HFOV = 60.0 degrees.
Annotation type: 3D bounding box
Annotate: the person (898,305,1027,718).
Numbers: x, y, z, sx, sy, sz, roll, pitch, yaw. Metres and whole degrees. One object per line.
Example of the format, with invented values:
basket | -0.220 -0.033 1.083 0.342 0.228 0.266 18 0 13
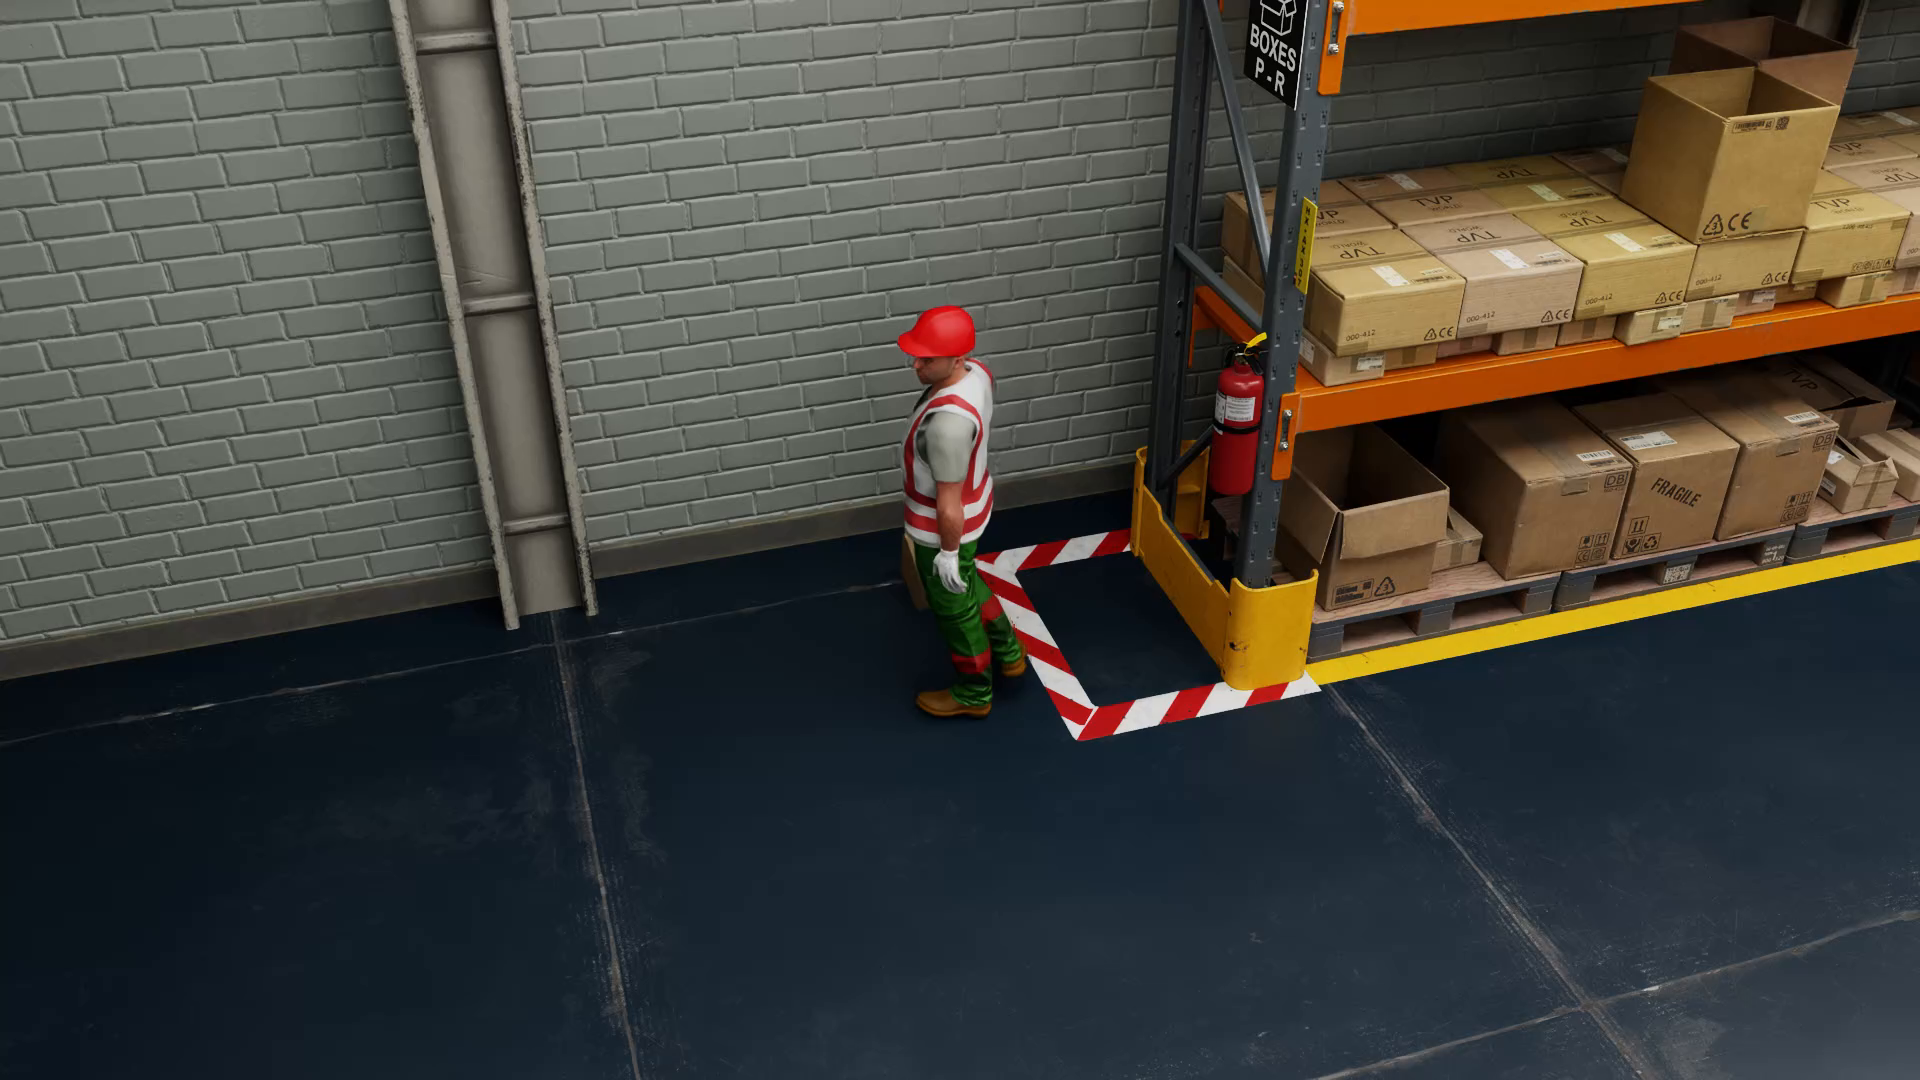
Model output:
person | 0.016 -0.099 6.241 0.469 1.778 0.693 7 34 11
